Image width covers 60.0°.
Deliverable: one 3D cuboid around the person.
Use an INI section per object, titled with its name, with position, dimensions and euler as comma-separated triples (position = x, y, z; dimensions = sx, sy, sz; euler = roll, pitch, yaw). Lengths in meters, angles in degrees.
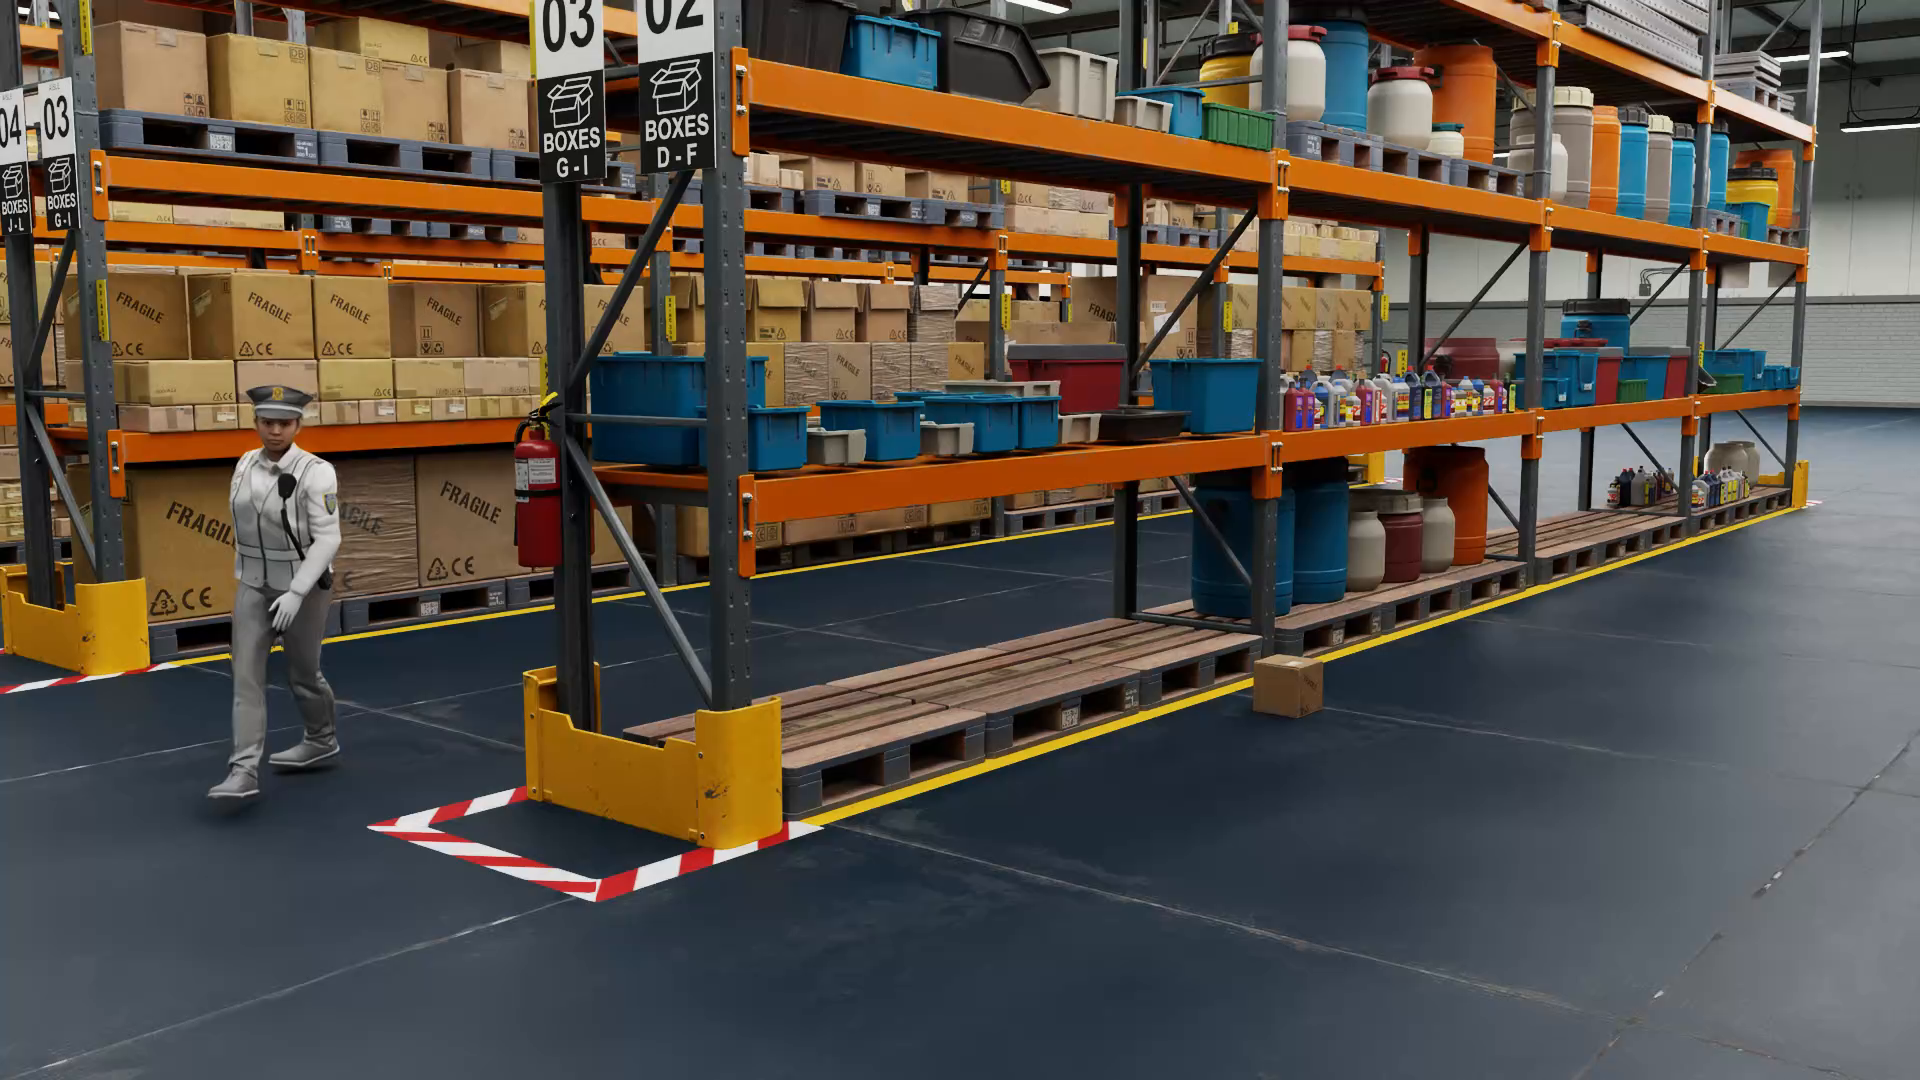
[person]
position = -2.692, 0.192, 6.597
dimensions = 0.502, 1.618, 0.917
euler = 1, 7, 7
